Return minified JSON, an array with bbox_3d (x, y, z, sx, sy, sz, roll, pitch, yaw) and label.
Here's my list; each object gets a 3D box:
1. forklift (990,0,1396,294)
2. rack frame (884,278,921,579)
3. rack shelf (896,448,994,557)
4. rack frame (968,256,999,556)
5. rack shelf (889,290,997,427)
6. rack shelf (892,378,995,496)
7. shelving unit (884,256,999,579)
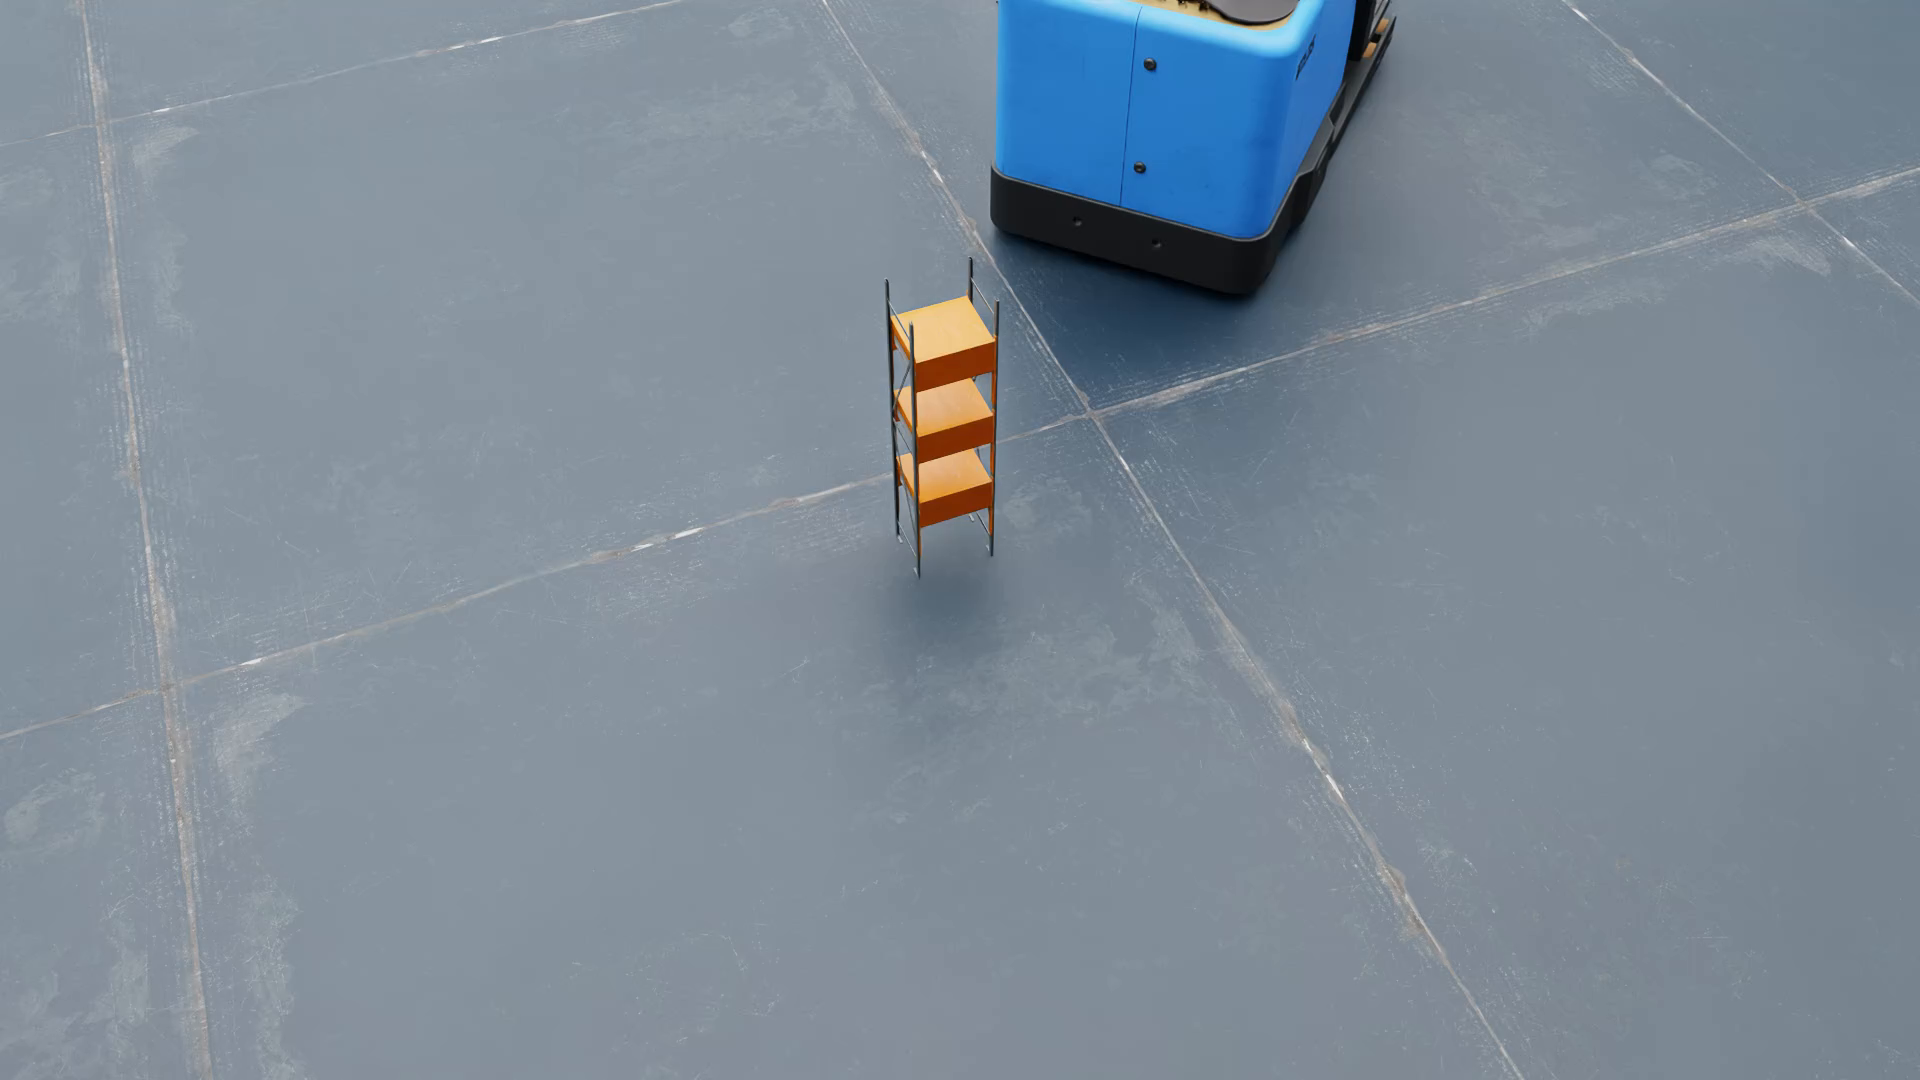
[{"bbox_3d":[1.170,-2.966,5.865,1.130,2.935,3.031,19,52,15],"label":"forklift"},{"bbox_3d":[-0.162,-0.292,4.808,0.008,1.050,0.200,-17,52,-14],"label":"rack frame"},{"bbox_3d":[-0.050,-0.139,5.057,0.240,0.259,0.215,-17,52,-14],"label":"rack shelf"},{"bbox_3d":[0.063,-0.362,4.869,0.008,1.050,0.200,-17,52,-14],"label":"rack frame"},{"bbox_3d":[-0.050,-0.505,4.631,0.240,0.259,0.215,-17,52,-14],"label":"rack shelf"},{"bbox_3d":[-0.050,-0.320,4.847,0.240,0.259,0.215,-17,52,-14],"label":"rack shelf"},{"bbox_3d":[-0.050,-0.327,4.839,0.252,1.050,0.215,-17,52,-14],"label":"shelving unit"}]
